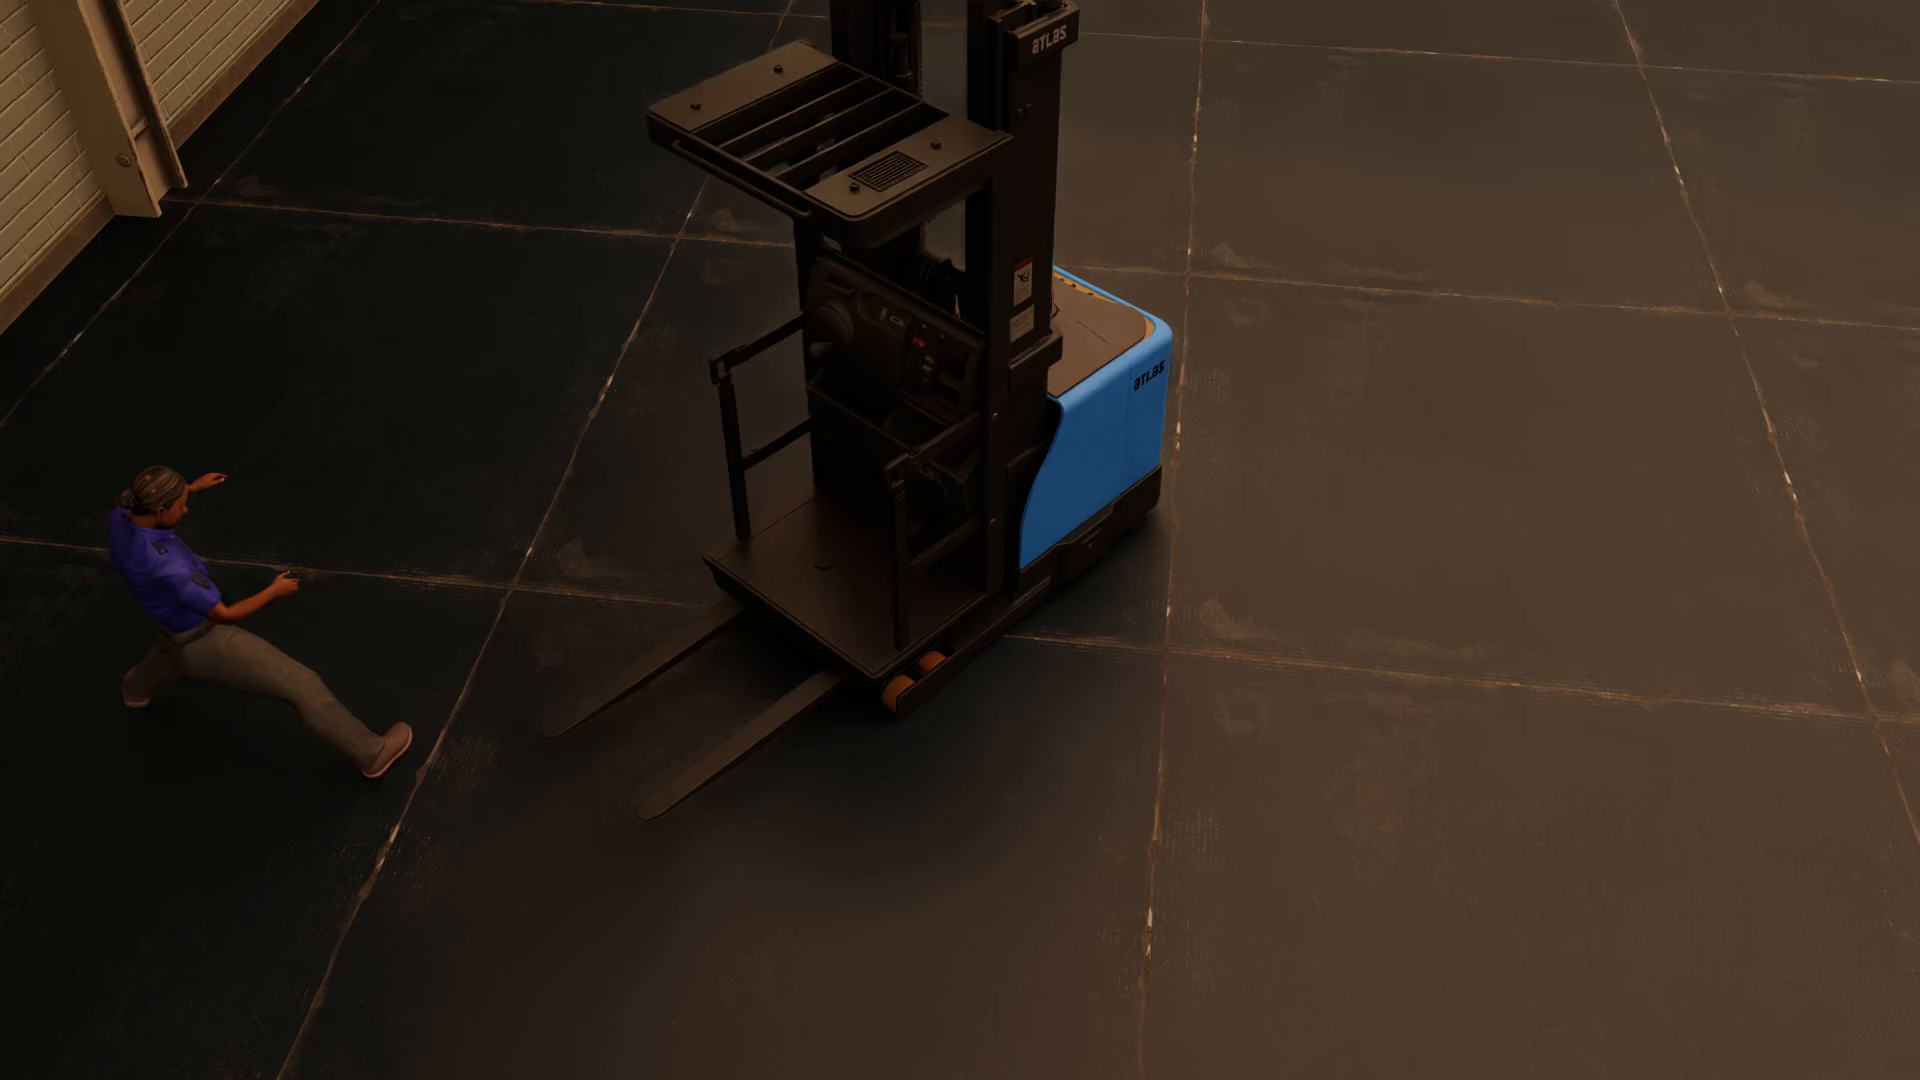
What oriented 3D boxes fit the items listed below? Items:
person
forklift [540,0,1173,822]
[{"bbox_3d":[-2.935,0.232,6.565,1.253,1.447,0.785,33,52,31],"label":"person"},{"bbox_3d":[-0.419,-0.734,6.524,1.130,2.935,3.031,32,52,30],"label":"forklift"}]
